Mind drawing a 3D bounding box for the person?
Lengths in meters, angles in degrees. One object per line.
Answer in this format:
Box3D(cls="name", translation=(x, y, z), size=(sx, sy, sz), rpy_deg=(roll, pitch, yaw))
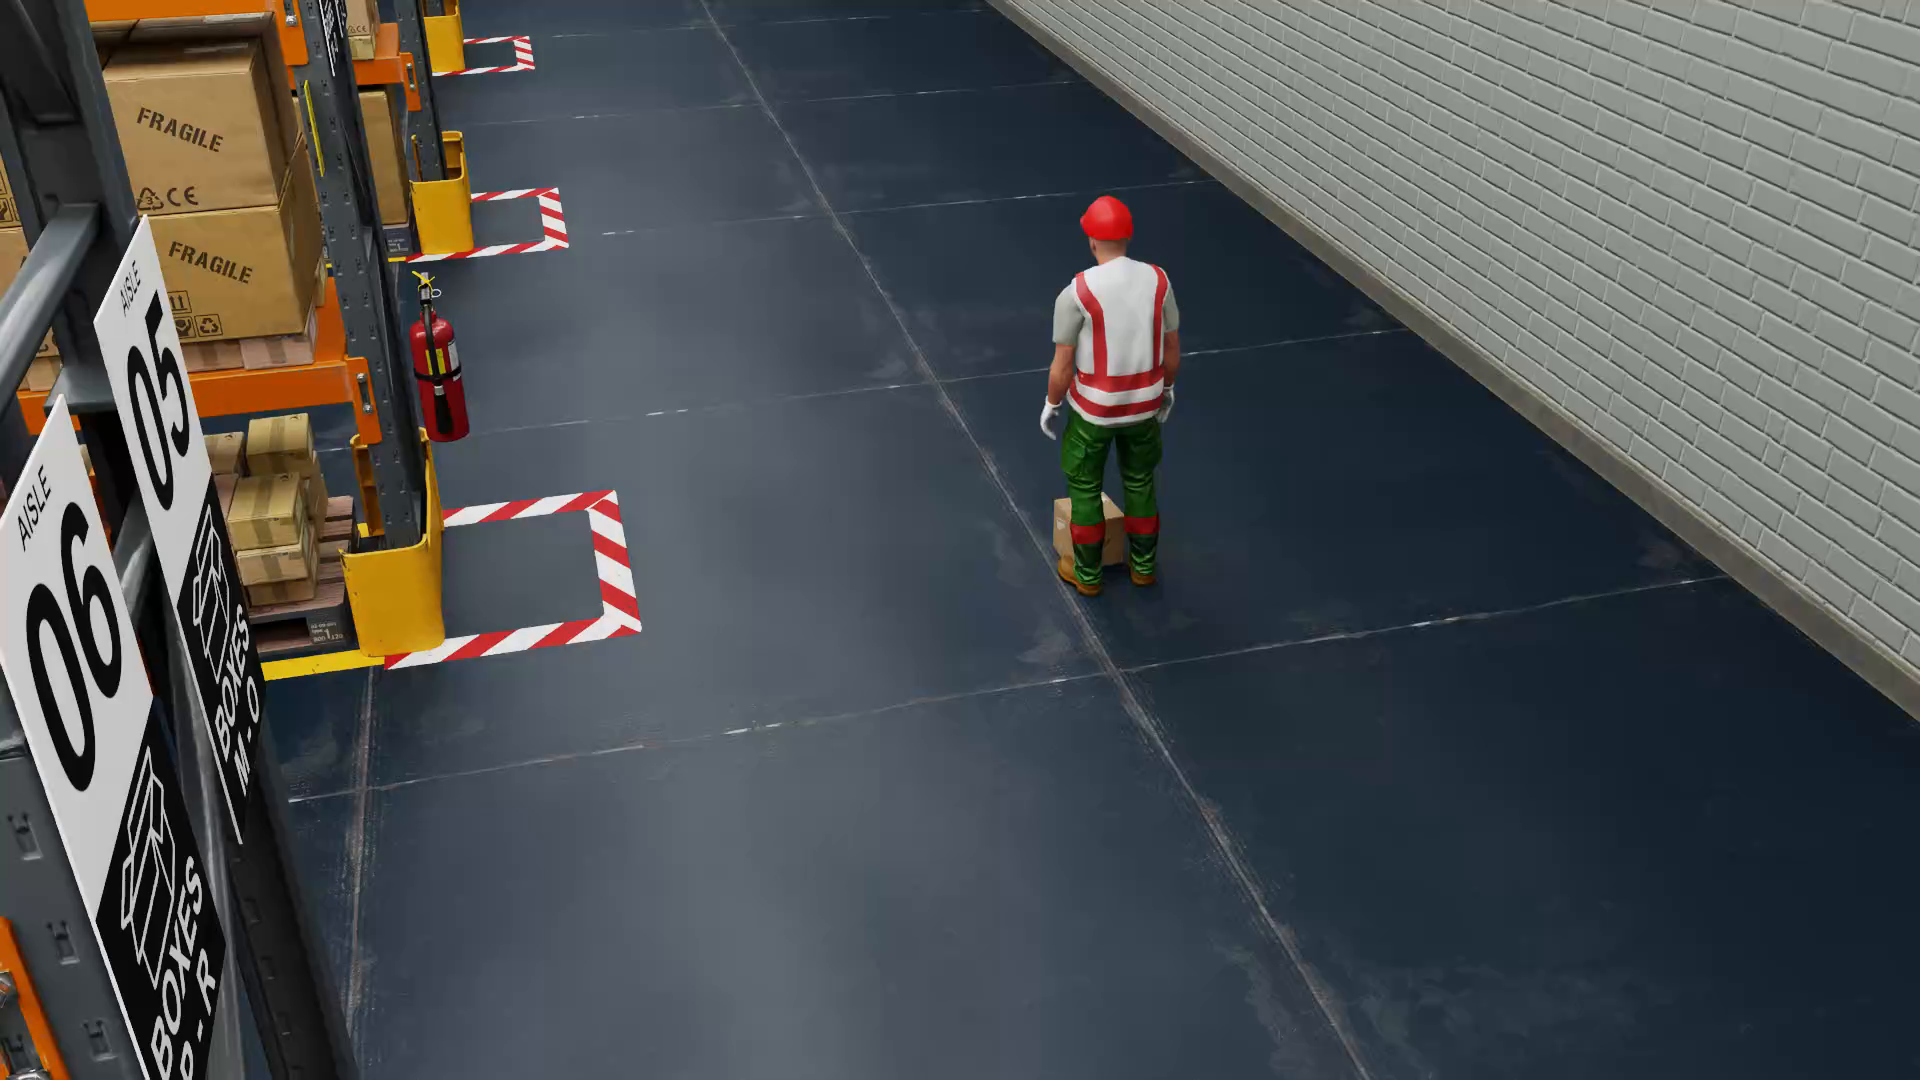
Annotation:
Box3D(cls="person", translation=(0.645, -0.592, 7.139), size=(0.623, 1.780, 0.450), rpy_deg=(-9, 31, -15))
